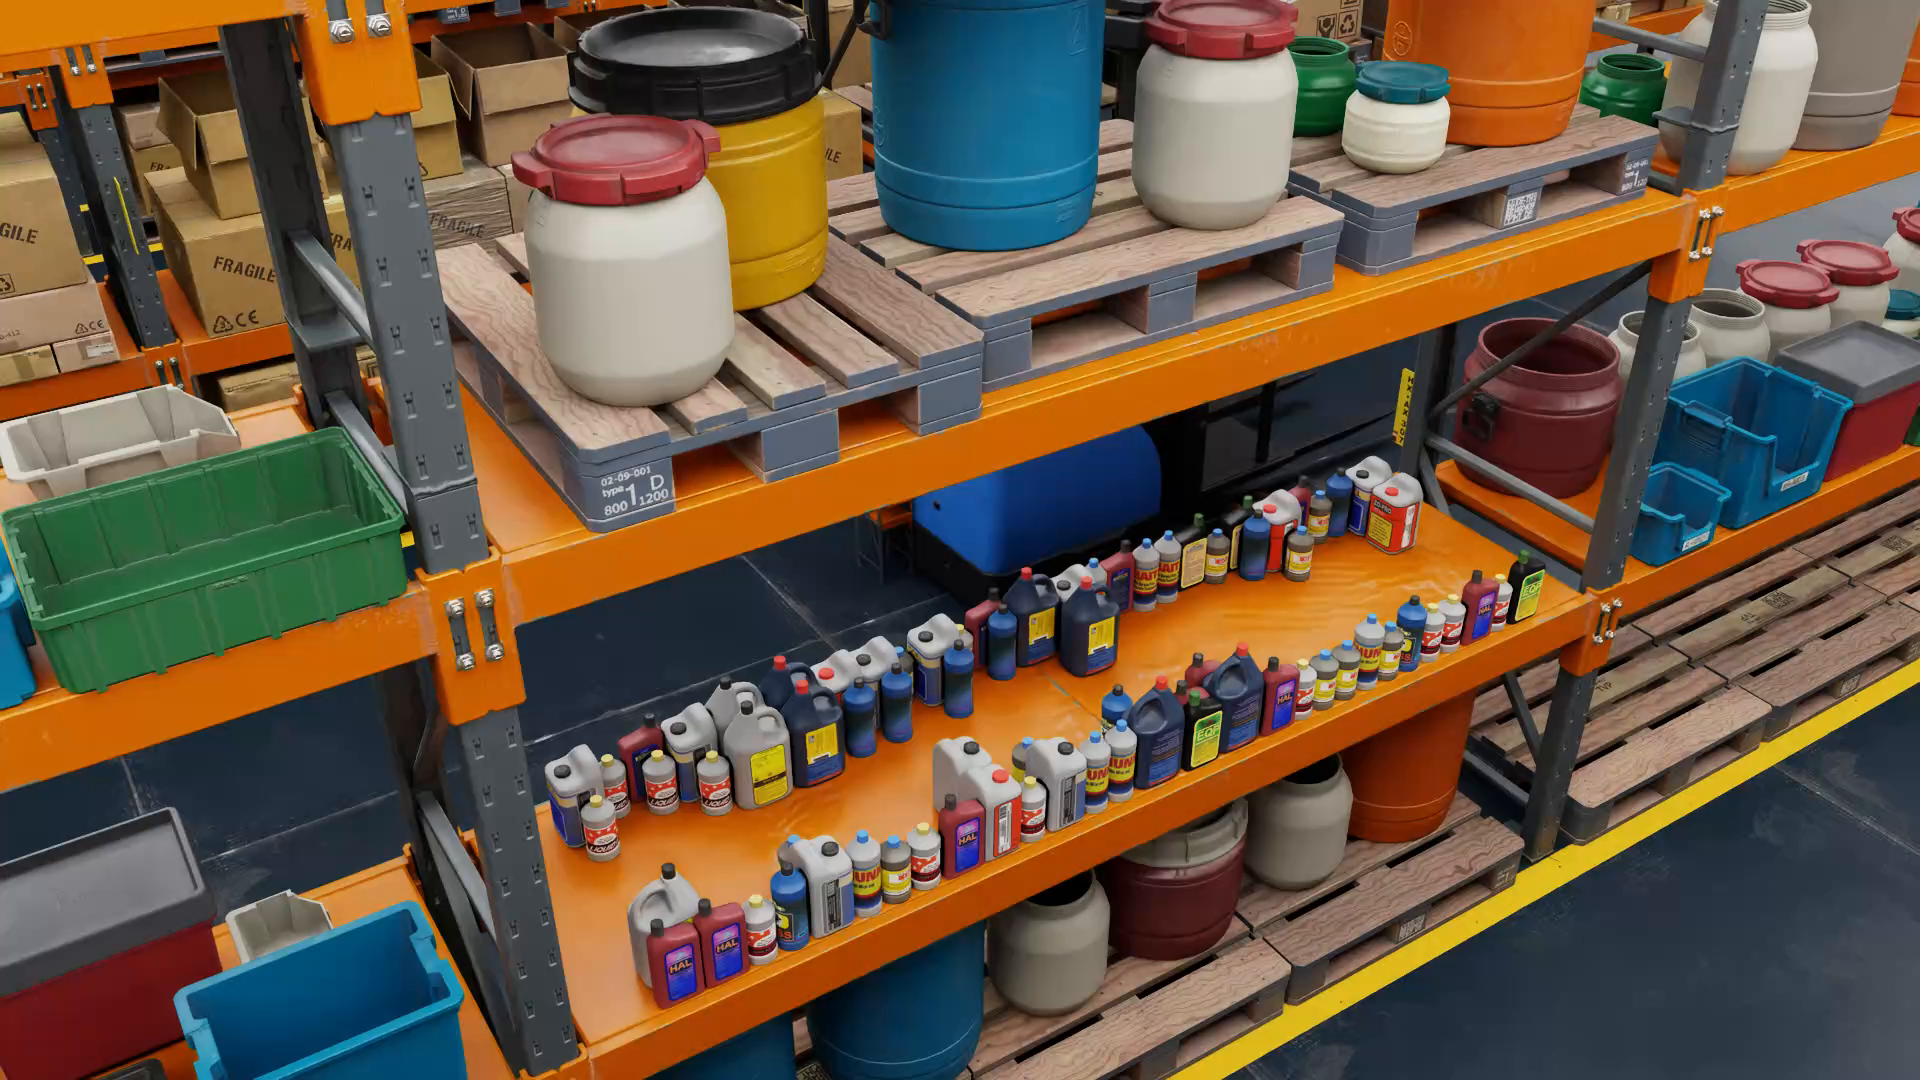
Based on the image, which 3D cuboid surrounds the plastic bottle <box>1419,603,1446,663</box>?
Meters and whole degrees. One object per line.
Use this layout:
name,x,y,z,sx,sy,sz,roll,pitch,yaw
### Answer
plastic bottle,1.589,0.306,5.639,0.097,0.201,0.097,0,32,0

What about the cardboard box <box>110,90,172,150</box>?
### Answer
cardboard box,-5.804,-3.057,12.031,0.500,0.250,0.500,-21,38,-29

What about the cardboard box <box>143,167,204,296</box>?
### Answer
cardboard box,-3.720,-1.571,8.335,0.500,0.500,0.500,-19,37,-27

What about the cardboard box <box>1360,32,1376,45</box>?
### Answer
cardboard box,2.780,-3.671,11.993,0.250,0.149,0.380,-19,37,-27

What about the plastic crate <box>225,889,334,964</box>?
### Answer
plastic crate,-1.750,1.107,4.375,0.243,0.136,0.396,-19,37,-27

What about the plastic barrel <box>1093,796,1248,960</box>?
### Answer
plastic barrel,0.729,1.112,6.042,0.708,0.588,0.600,-19,37,-27

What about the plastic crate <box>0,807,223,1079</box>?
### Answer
plastic crate,-2.168,1.044,4.168,0.583,0.464,0.402,-19,37,-27

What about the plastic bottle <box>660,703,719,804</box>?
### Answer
plastic bottle,-0.819,0.638,5.043,0.135,0.276,0.152,-19,37,-27

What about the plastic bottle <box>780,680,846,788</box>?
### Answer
plastic bottle,-0.453,0.570,5.081,0.185,0.351,0.144,-19,37,-27

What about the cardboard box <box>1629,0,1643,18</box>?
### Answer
cardboard box,4.951,-4.090,12.657,0.250,0.149,0.380,-19,37,-27

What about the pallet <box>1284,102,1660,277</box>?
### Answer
pallet,1.384,-1.217,5.234,1.213,0.211,1.003,-19,37,-27

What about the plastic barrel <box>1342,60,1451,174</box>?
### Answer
plastic barrel,1.258,-1.218,4.794,0.301,0.262,0.301,0,32,0

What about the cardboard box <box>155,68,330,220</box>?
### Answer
cardboard box,-3.433,-1.926,7.957,0.637,0.503,0.797,-20,37,-28

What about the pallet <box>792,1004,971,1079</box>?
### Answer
pallet,-0.611,1.925,5.500,1.213,0.211,1.003,-19,37,-27

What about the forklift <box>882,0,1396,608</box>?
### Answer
forklift,1.078,-1.480,8.349,3.031,2.935,1.130,-21,38,-29

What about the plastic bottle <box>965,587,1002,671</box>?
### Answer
plastic bottle,0.083,0.296,5.578,0.133,0.283,0.061,-19,37,-27

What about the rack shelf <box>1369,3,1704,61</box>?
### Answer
rack shelf,4.440,-3.857,12.727,4.000,0.370,1.077,-19,37,-27

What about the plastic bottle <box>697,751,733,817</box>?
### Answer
plastic bottle,-0.735,0.720,4.983,0.097,0.201,0.097,0,32,0

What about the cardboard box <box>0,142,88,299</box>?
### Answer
cardboard box,-4.207,-1.397,7.313,0.500,0.500,0.500,-18,36,-26

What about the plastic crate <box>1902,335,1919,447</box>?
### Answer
plastic crate,4.131,-0.643,7.156,0.662,0.188,0.450,-19,37,-27

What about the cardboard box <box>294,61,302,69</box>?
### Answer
cardboard box,-5.203,-3.592,12.879,0.500,0.250,0.500,-21,38,-29

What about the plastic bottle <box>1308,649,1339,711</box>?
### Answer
plastic bottle,1.180,0.447,5.416,0.097,0.201,0.097,0,32,0

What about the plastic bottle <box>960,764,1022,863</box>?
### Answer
plastic bottle,0.092,0.772,4.831,0.135,0.276,0.152,-19,37,-27

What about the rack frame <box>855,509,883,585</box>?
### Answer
rack frame,-0.459,-0.332,8.151,0.006,1.200,0.240,-21,38,-29

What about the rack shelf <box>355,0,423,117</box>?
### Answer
rack shelf,0.399,-1.692,4.047,4.000,0.370,1.077,-19,37,-27

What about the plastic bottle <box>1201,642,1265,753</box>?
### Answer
plastic bottle,0.854,0.481,5.222,0.185,0.351,0.144,-19,37,-27

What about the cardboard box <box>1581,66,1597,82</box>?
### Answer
cardboard box,5.103,-3.499,13.434,0.500,0.500,0.500,-10,33,-15

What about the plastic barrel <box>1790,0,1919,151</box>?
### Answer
plastic barrel,2.888,-1.827,5.553,0.600,0.901,0.600,0,32,0

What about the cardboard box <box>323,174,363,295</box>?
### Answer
cardboard box,-3.021,-1.480,8.190,0.500,0.500,0.500,-19,37,-27

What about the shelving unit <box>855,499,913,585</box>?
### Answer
shelving unit,-0.385,-0.360,8.196,0.189,1.200,0.258,-21,38,-29

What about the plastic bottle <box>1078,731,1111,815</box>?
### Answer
plastic bottle,0.399,0.686,4.972,0.097,0.271,0.097,0,32,0

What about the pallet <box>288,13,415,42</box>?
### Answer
pallet,-4.847,-4.009,12.473,1.213,0.211,1.003,-19,37,-27

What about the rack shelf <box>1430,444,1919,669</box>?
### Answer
rack shelf,3.761,-0.480,7.373,4.000,0.370,1.077,-19,37,-27

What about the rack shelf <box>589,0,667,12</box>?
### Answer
rack shelf,-1.525,-4.954,14.467,4.000,0.370,1.077,-19,37,-27

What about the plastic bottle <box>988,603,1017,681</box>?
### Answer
plastic bottle,0.141,0.331,5.534,0.097,0.271,0.097,0,32,0

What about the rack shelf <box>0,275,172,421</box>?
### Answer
rack shelf,-5.646,-0.388,7.228,4.000,0.370,1.077,-19,37,-27

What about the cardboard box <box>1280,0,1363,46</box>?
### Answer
cardboard box,2.015,-3.848,11.082,1.000,1.000,1.000,-19,37,-27

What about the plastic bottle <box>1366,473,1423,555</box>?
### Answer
plastic bottle,1.624,-0.105,6.221,0.135,0.276,0.152,-19,37,-27

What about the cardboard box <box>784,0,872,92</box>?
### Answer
cardboard box,-1.130,-4.566,14.892,0.750,0.750,1.050,-19,37,-27

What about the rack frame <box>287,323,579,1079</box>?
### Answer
rack frame,-1.282,0.950,4.432,0.127,3.000,1.000,-19,37,-27

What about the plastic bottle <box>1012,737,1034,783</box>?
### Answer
plastic bottle,0.204,0.686,5.037,0.097,0.201,0.097,0,32,0

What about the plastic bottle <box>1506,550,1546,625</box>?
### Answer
plastic bottle,1.971,0.152,5.807,0.133,0.283,0.061,-19,37,-27

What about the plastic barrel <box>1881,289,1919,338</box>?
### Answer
plastic barrel,4.247,-0.990,7.637,0.301,0.262,0.301,0,32,0

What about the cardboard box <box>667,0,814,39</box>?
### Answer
cardboard box,-1.227,-2.689,9.168,0.637,0.503,0.797,-18,36,-26

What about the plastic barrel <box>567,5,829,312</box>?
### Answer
plastic barrel,-0.625,-0.930,4.032,0.600,0.588,0.600,0,32,0

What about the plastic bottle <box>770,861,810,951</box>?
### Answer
plastic bottle,-0.461,0.982,4.503,0.097,0.271,0.097,0,32,0

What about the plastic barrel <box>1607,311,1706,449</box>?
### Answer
plastic barrel,2.829,-0.646,6.858,0.421,0.512,0.421,0,32,0

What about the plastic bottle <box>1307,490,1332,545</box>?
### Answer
plastic bottle,1.347,-0.092,6.271,0.097,0.201,0.097,0,32,0

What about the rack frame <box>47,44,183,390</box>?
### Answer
rack frame,-3.965,-1.271,7.953,0.127,3.000,1.000,-19,37,-27

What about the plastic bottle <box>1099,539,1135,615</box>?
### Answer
plastic bottle,0.545,0.137,5.831,0.133,0.283,0.061,-19,37,-27

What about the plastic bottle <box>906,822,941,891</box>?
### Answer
plastic bottle,-0.103,0.888,4.717,0.097,0.201,0.097,0,32,0

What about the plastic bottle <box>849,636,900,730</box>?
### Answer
plastic bottle,-0.282,0.454,5.336,0.135,0.276,0.152,-19,37,-27

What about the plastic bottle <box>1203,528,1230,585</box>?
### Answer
plastic bottle,0.928,0.052,6.043,0.097,0.201,0.097,0,32,0

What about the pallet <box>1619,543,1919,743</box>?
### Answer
pallet,3.777,0.416,7.892,1.213,0.211,1.003,-19,37,-27
